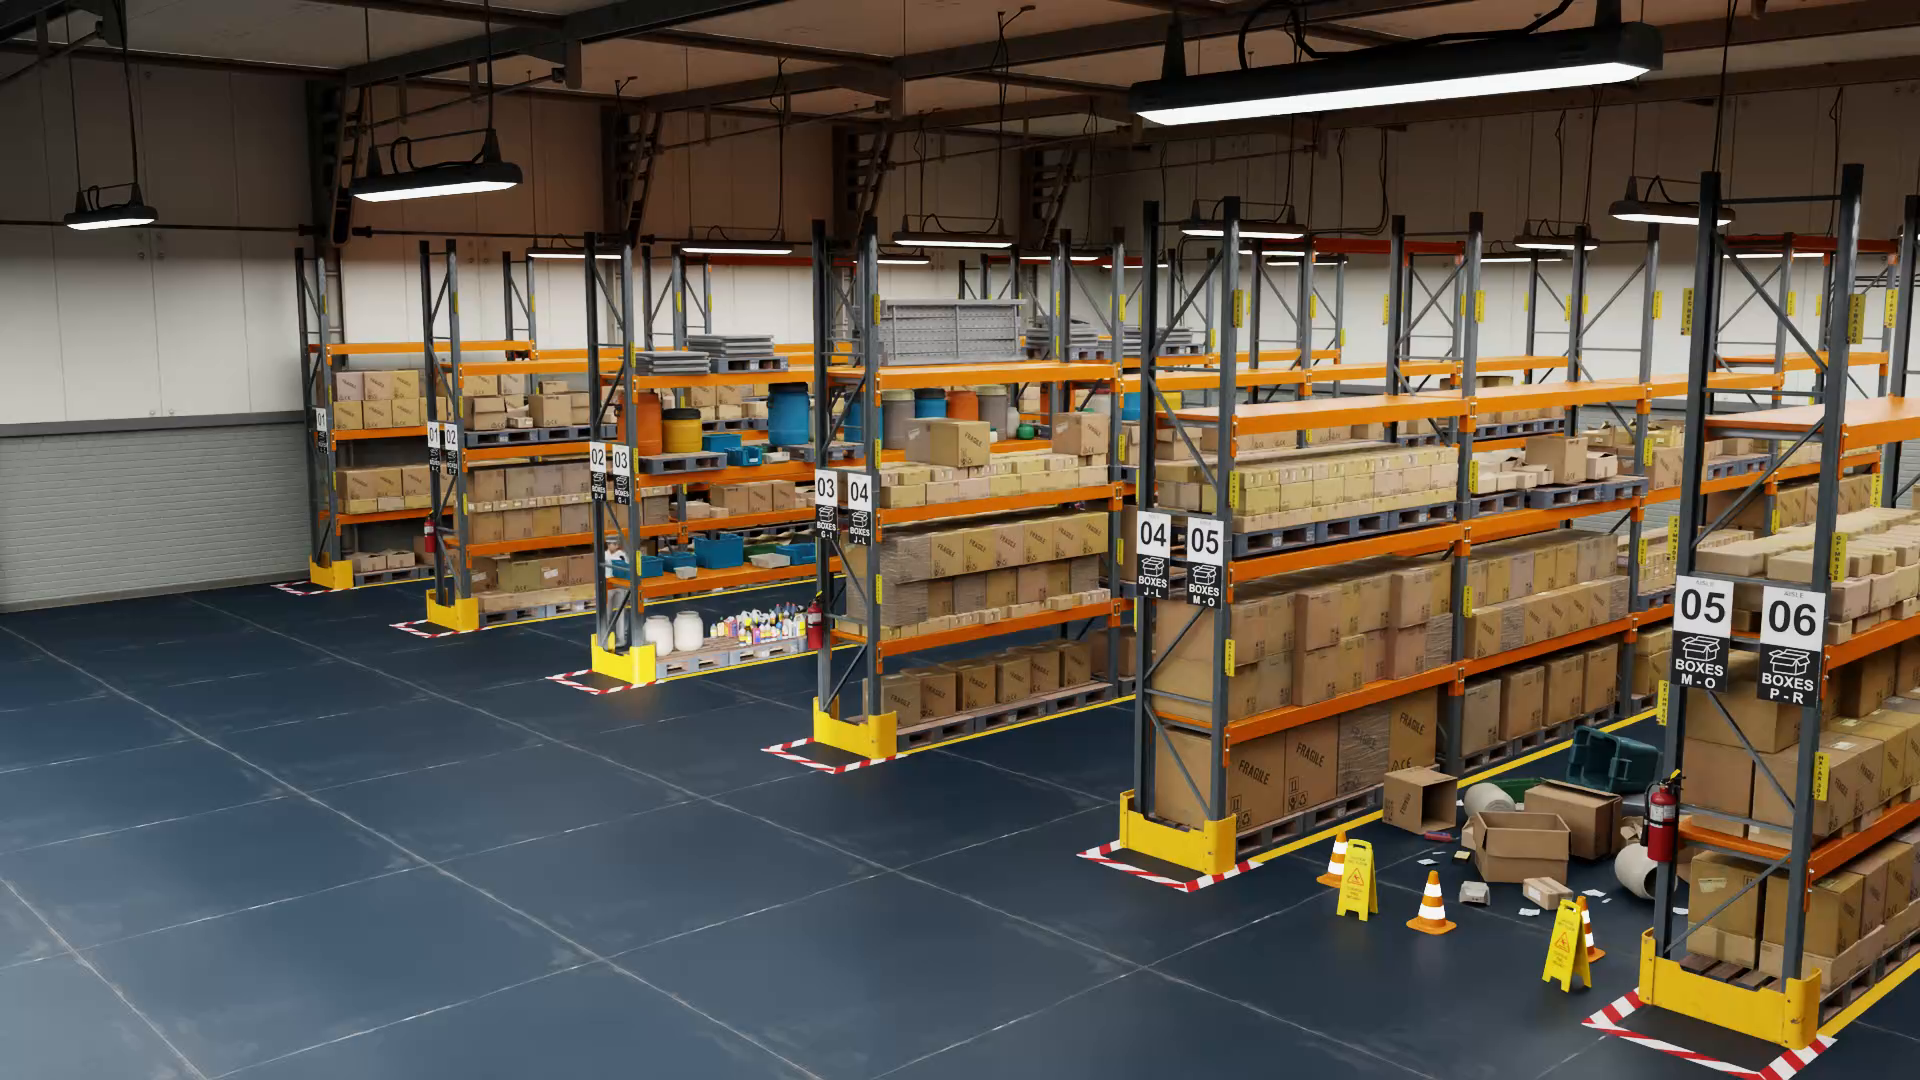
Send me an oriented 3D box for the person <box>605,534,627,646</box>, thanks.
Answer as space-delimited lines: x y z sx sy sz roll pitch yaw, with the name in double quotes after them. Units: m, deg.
-5.125 0.740 24.612 0.516 1.688 0.359 -6 10 -34 "person"
